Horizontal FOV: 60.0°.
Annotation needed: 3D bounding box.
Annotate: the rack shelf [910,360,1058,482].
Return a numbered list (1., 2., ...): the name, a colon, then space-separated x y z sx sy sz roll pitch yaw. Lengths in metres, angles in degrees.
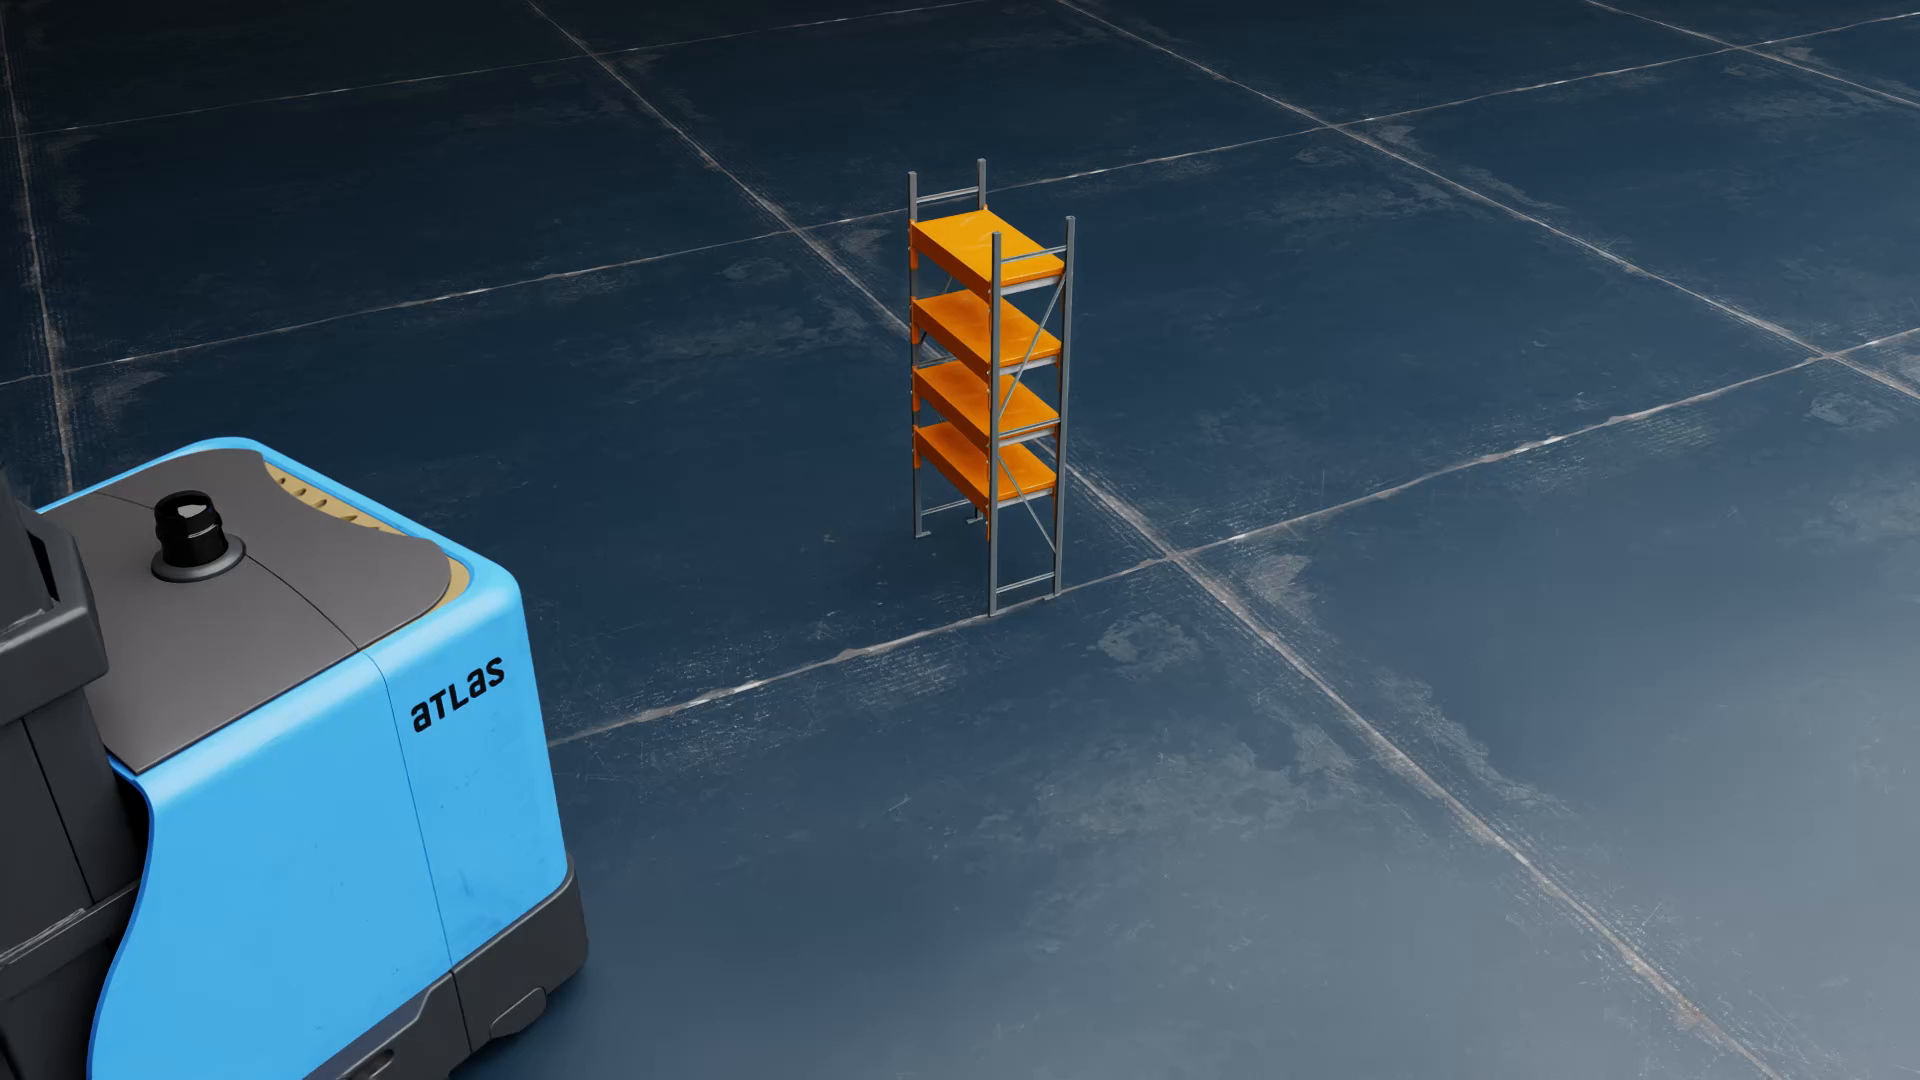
1. rack shelf: 0.077 -0.370 4.839 0.258 0.148 0.480 -16 36 -23

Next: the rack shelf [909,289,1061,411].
1. rack shelf: 0.077 -0.558 4.719 0.258 0.148 0.480 -16 36 -23

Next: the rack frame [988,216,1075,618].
1. rack frame: 0.191 -0.310 4.621 0.240 1.200 0.015 -16 36 -23

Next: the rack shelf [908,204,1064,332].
1. rack shelf: 0.077 -0.757 4.591 0.258 0.148 0.480 -16 36 -23

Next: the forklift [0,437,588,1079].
1. forklift: -2.117 0.210 2.205 1.130 2.935 3.031 22 39 31

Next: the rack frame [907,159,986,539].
1. rack frame: -0.037 -0.543 4.985 0.240 1.200 0.015 -16 36 -23

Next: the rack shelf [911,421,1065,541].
1. rack shelf: 0.077 -0.202 4.946 0.258 0.148 0.480 -16 36 -23

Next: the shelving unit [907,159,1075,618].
1. shelving unit: 0.077 -0.426 4.803 0.258 1.200 0.503 -16 36 -23
